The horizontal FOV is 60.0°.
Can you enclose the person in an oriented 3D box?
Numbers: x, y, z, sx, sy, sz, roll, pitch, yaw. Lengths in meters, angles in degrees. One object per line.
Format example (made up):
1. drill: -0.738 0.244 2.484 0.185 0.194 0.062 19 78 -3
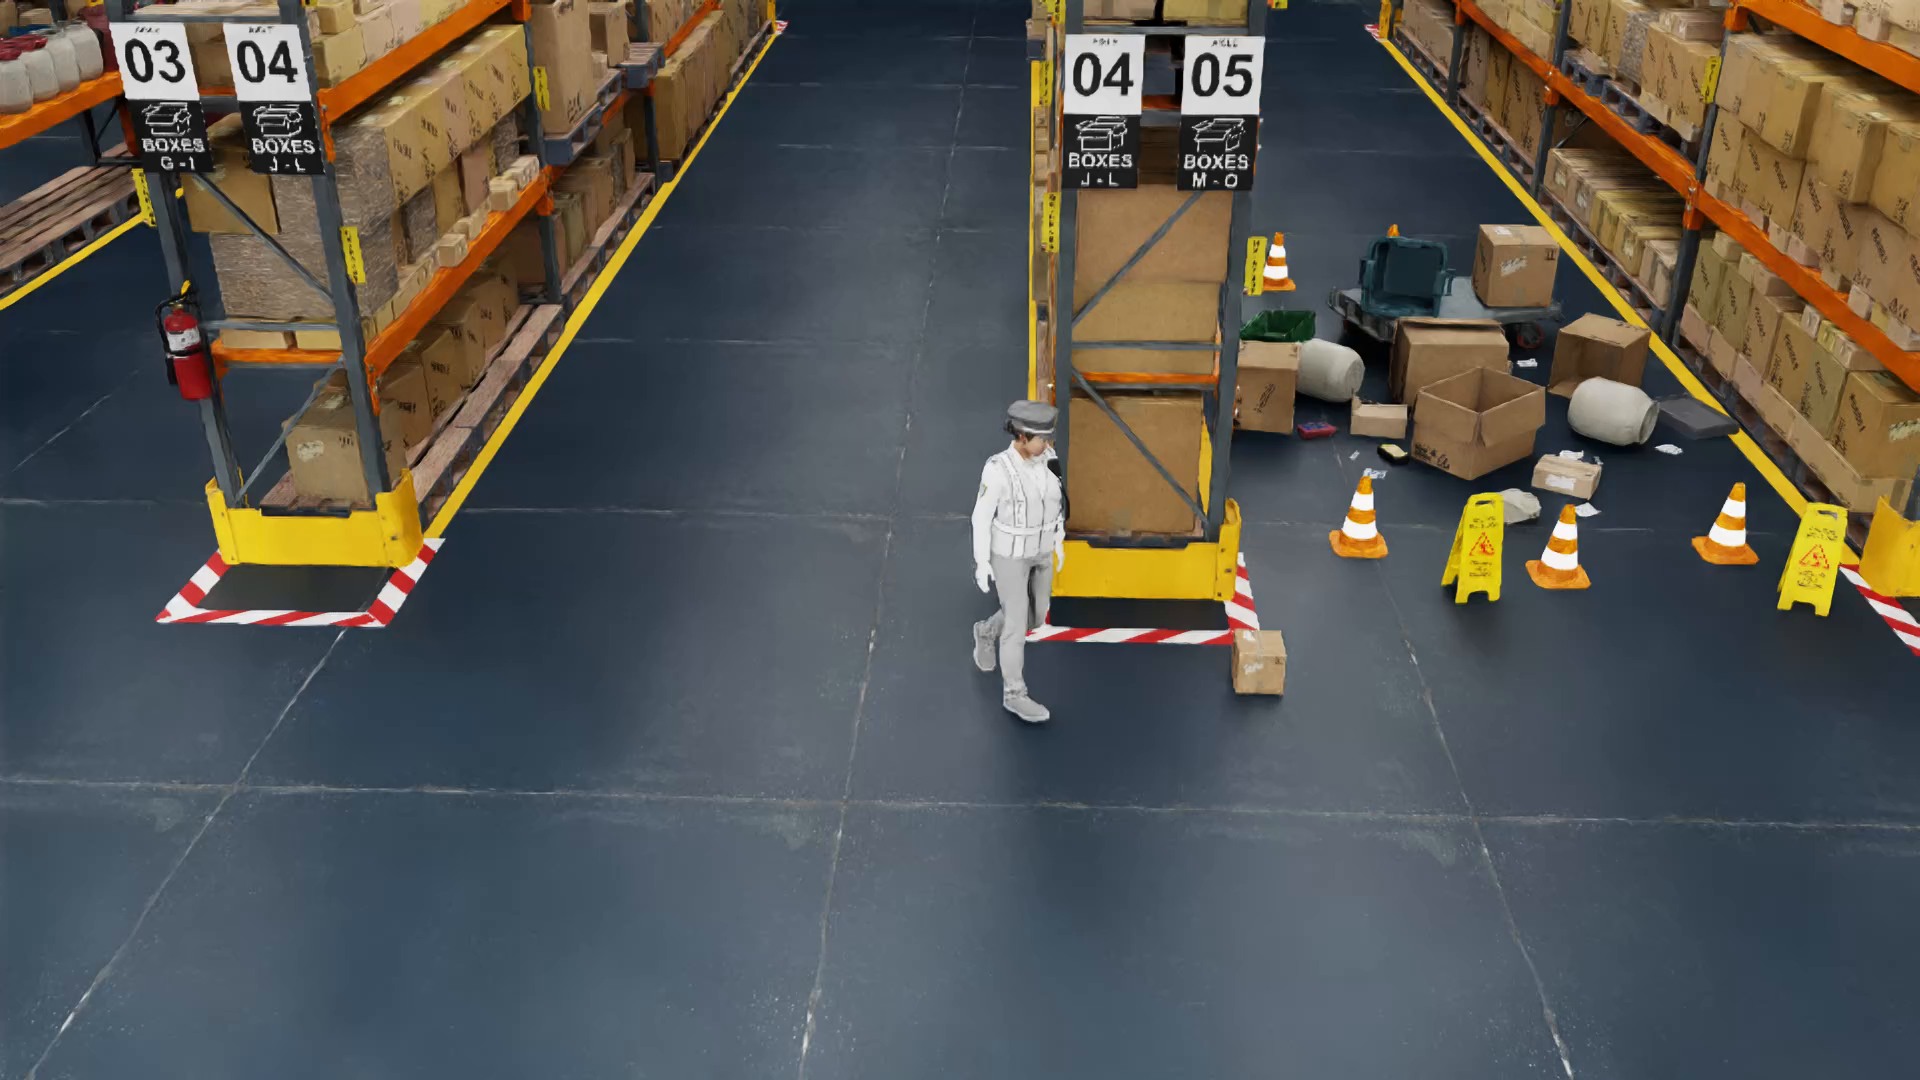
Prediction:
1. person: 0.301 0.057 8.508 0.698 1.639 0.534 24 36 37
